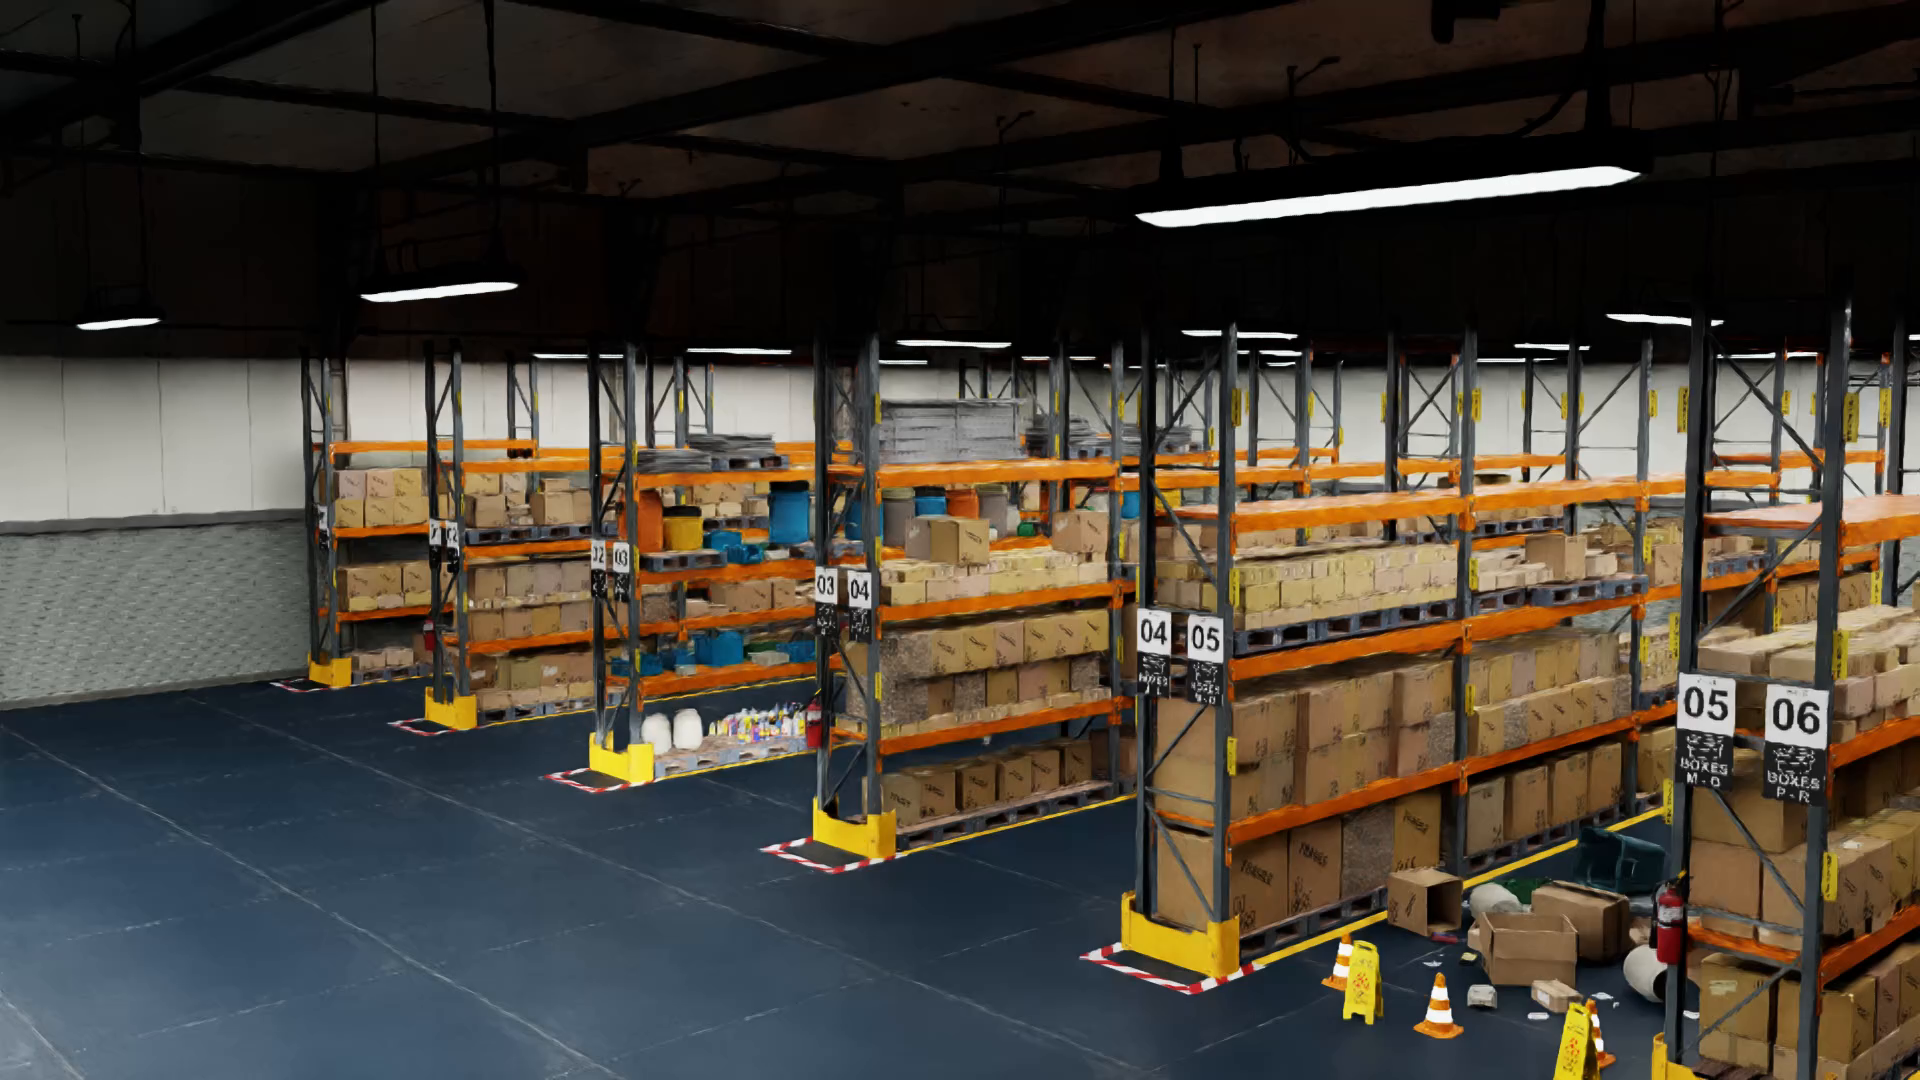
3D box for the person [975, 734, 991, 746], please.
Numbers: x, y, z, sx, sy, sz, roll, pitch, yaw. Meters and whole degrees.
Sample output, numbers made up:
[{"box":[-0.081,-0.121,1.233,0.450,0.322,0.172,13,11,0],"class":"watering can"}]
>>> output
[{"box":[0.307,2.140,24.530,0.676,1.719,0.842,3,6,31],"class":"person"}]
